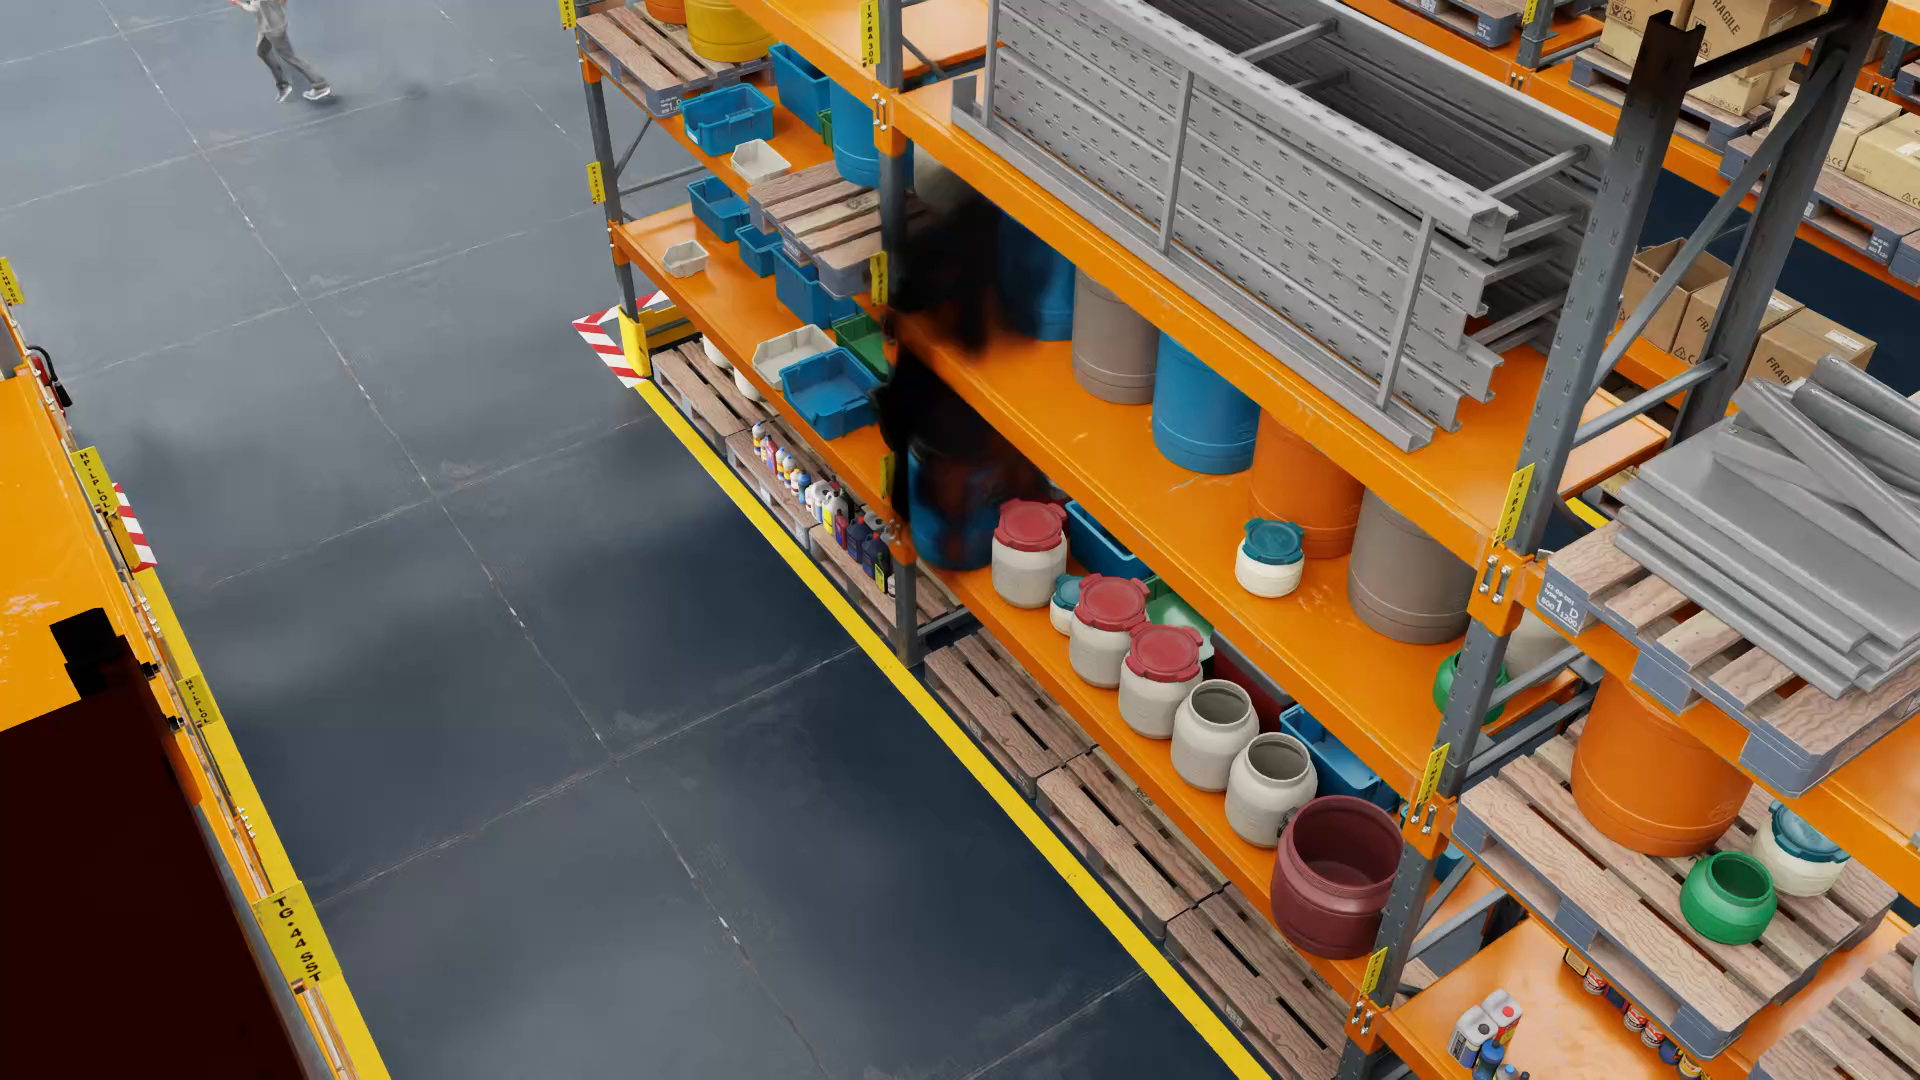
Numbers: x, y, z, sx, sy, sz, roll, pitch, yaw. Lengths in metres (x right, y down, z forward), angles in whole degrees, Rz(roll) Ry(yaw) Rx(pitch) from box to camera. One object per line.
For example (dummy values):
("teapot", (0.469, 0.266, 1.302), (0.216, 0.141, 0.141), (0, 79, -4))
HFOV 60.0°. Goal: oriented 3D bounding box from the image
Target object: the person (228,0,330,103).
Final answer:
("person", (-6.559, -4.893, 15.918), (0.710, 1.648, 0.507), (-2, 43, -2))
